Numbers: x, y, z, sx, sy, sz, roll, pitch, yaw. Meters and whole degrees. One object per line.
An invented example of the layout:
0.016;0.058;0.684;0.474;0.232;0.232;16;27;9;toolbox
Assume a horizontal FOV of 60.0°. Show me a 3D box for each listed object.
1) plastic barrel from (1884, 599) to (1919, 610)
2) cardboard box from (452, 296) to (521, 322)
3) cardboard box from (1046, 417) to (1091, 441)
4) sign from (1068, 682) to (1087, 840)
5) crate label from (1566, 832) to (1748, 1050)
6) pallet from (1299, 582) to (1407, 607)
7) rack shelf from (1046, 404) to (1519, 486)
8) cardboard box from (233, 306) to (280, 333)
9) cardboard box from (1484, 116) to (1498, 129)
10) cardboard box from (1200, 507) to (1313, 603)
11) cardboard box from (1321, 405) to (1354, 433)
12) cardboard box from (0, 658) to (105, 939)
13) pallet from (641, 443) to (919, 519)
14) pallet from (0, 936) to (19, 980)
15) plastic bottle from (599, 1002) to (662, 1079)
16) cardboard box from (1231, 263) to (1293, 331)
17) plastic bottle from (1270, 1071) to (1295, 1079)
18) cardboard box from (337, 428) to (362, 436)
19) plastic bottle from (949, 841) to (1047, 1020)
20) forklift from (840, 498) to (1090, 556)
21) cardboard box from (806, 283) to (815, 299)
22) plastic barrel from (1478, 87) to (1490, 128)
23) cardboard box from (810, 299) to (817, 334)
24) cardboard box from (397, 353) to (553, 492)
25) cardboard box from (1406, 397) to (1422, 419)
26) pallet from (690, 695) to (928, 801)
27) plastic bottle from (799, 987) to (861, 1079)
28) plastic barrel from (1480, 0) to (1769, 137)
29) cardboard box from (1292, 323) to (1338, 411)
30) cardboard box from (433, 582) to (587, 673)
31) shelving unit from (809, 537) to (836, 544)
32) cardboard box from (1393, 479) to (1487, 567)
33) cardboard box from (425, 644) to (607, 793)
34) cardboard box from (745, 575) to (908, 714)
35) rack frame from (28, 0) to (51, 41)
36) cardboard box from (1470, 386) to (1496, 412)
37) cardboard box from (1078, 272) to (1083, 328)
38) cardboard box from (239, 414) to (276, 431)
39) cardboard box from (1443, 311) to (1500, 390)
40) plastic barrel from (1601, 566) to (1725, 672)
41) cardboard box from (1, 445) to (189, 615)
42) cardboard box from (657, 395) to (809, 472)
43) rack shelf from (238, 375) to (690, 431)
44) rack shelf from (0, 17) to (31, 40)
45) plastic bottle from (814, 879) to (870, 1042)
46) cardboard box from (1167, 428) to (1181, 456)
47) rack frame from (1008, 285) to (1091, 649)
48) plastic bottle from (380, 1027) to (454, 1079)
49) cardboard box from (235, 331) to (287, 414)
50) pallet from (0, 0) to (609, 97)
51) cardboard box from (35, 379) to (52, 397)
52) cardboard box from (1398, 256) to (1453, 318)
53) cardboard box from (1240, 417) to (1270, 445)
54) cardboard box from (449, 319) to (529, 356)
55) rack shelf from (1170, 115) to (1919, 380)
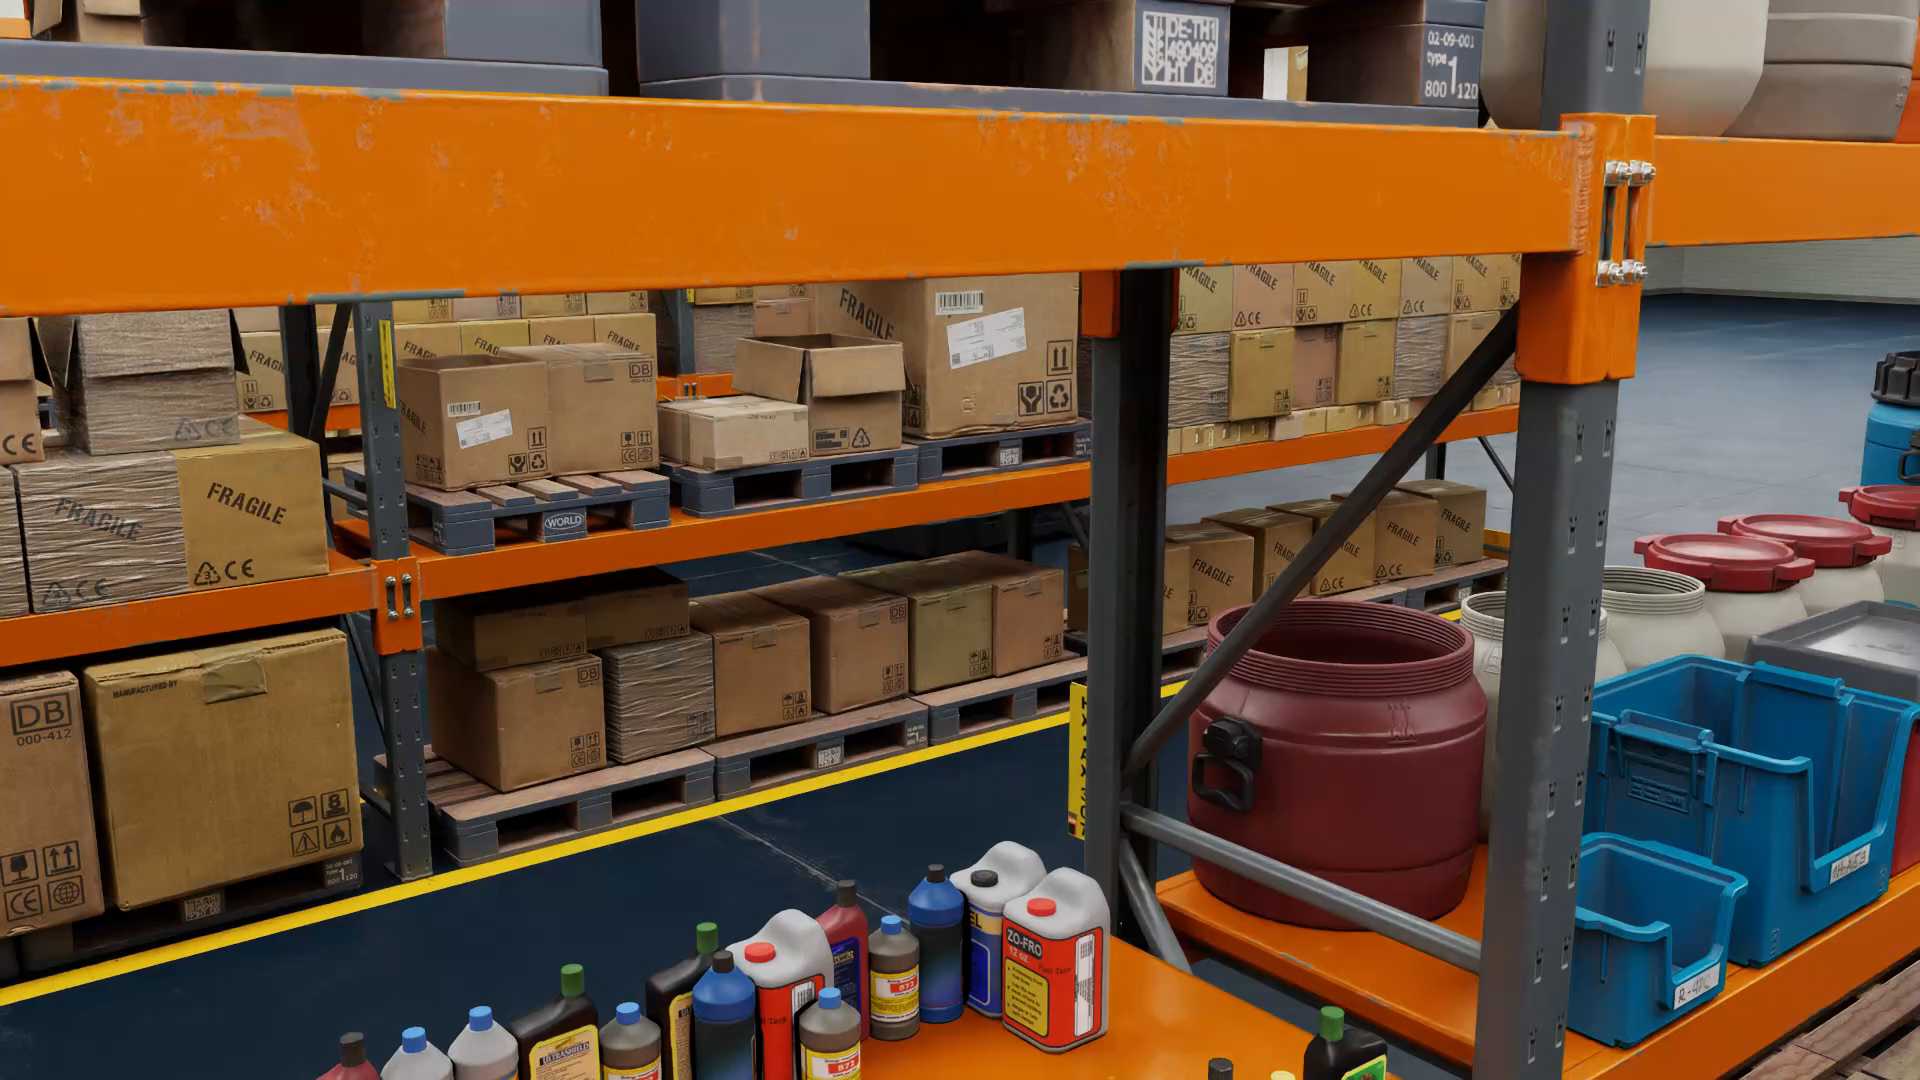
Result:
2.600;0.319;4.738;0.301;0.262;0.301;0;12;0;plastic barrel
-3.564;-1.856;12.002;0.500;0.500;0.700;-9;15;-37;cardboard box
0.619;-0.652;9.580;0.250;0.149;0.380;-9;15;-38;cardboard box
0.256;0.455;3.370;0.005;0.325;0.100;-9;15;-38;sign
1.169;0.712;2.959;0.416;0.233;0.303;-9;15;-38;crate label
2.091;0.413;10.675;1.213;0.211;1.003;-9;15;-38;pallet
2.197;-0.606;10.495;4.000;0.370;1.077;-9;15;-38;rack shelf
-4.757;-1.658;11.067;0.500;0.500;0.700;-10;15;-38;cardboard box
3.134;-2.616;10.405;0.250;0.149;0.380;-9;15;-37;cardboard box
1.850;0.104;10.423;0.500;0.500;0.500;-11;16;-43;cardboard box
2.154;-0.752;10.053;0.250;0.149;0.380;-9;15;-38;cardboard box
-3.741;0.855;5.986;0.875;0.875;1.225;-9;15;-37;cardboard box
-0.968;-0.349;8.015;1.213;0.211;1.003;-9;15;-38;pallet
-4.103;1.432;5.878;1.213;0.211;1.003;-9;15;-38;pallet
-0.507;0.812;2.560;0.097;0.201;0.097;0;12;0;plastic bottle
1.535;-1.465;9.441;0.500;0.500;0.500;-9;15;-38;cardboard box
0.455;0.854;2.362;0.097;0.201;0.097;0;12;0;plastic bottle
-5.964;-1.158;16.675;0.625;0.372;0.950;-9;15;-37;cardboard box
0.066;0.688;2.966;0.135;0.276;0.152;-9;15;-38;plastic bottle
0.478;-1.531;13.283;3.031;2.935;1.130;-11;17;-43;forklift
-1.211;-2.298;13.770;0.550;0.550;0.875;-9;15;-38;cardboard box
0.767;-0.808;2.865;0.294;0.245;0.294;0;12;0;plastic barrel
-1.194;-1.766;13.861;0.550;0.550;0.875;-9;15;-38;cardboard box
-2.092;-0.511;7.061;0.500;0.500;0.500;11;16;43;cardboard box
2.699;-0.860;10.561;0.250;0.149;0.380;-9;15;-38;cardboard box
-0.925;0.926;8.261;1.213;0.211;1.003;-9;15;-38;pallet
-0.203;0.802;2.607;0.097;0.201;0.097;0;12;0;plastic bottle
1.040;-0.889;2.603;0.421;0.512;0.421;0;12;0;plastic barrel
1.765;-1.082;10.046;0.500;0.500;0.875;-9;15;-38;cardboard box
-1.984;0.369;7.322;0.500;0.250;0.500;-9;15;-35;cardboard box
-1.083;-0.436;13.015;0.210;0.900;0.258;-1;12;-6;shelving unit
3.260;-0.122;11.490;0.500;0.500;0.500;-6;14;-27;cardboard box
-1.978;0.738;7.393;0.500;0.500;0.700;-10;16;-41;cardboard box
-0.679;0.516;8.434;0.500;0.500;0.700;-11;16;-42;cardboard box
-5.508;-3.932;9.981;0.127;3.000;1.000;-9;15;-38;rack frame
3.306;-0.951;10.993;0.250;0.149;0.380;-9;15;-38;cardboard box
0.814;-1.485;9.538;0.500;0.500;0.500;-9;15;-38;cardboard box
-3.038;-0.210;6.654;0.500;0.500;0.500;-9;15;-36;cardboard box
2.996;-1.261;10.889;0.500;0.500;0.875;-9;15;-38;cardboard box
1.604;0.346;4.008;0.421;0.512;0.421;0;12;0;plastic barrel
-3.112;-0.061;5.953;0.500;0.500;0.500;-10;15;-38;cardboard box
-1.036;-0.492;7.574;0.500;0.250;0.500;-10;16;-39;cardboard box
-3.946;-0.905;11.901;4.000;0.370;1.077;-9;15;-38;rack shelf
-7.118;-4.434;15.039;4.000;0.370;1.077;-9;15;-38;rack shelf
-0.219;0.720;2.799;0.133;0.283;0.061;-9;15;-38;plastic bottle
0.991;-0.555;9.126;0.250;0.149;0.380;-9;15;-38;cardboard box
0.635;-0.699;9.198;0.127;3.000;1.000;-9;15;-38;rack frame
-0.763;0.821;2.352;0.097;0.271;0.097;0;12;0;plastic bottle
-4.594;-1.127;10.975;0.500;0.500;0.500;-10;15;-38;cardboard box
-1.083;-0.498;1.483;1.213;0.211;1.003;-9;15;-38;pallet
-5.606;-0.941;9.934;0.250;0.149;0.380;-9;15;-37;cardboard box
2.704;-1.660;10.359;0.500;0.500;0.500;-9;15;-38;cardboard box
1.561;-0.656;9.603;0.250;0.149;0.380;-9;15;-38;cardboard box
-3.414;-1.323;11.898;0.500;0.500;0.500;-9;15;-37;cardboard box
2.167;-0.751;3.956;4.000;0.370;1.077;-9;15;-38;rack shelf
